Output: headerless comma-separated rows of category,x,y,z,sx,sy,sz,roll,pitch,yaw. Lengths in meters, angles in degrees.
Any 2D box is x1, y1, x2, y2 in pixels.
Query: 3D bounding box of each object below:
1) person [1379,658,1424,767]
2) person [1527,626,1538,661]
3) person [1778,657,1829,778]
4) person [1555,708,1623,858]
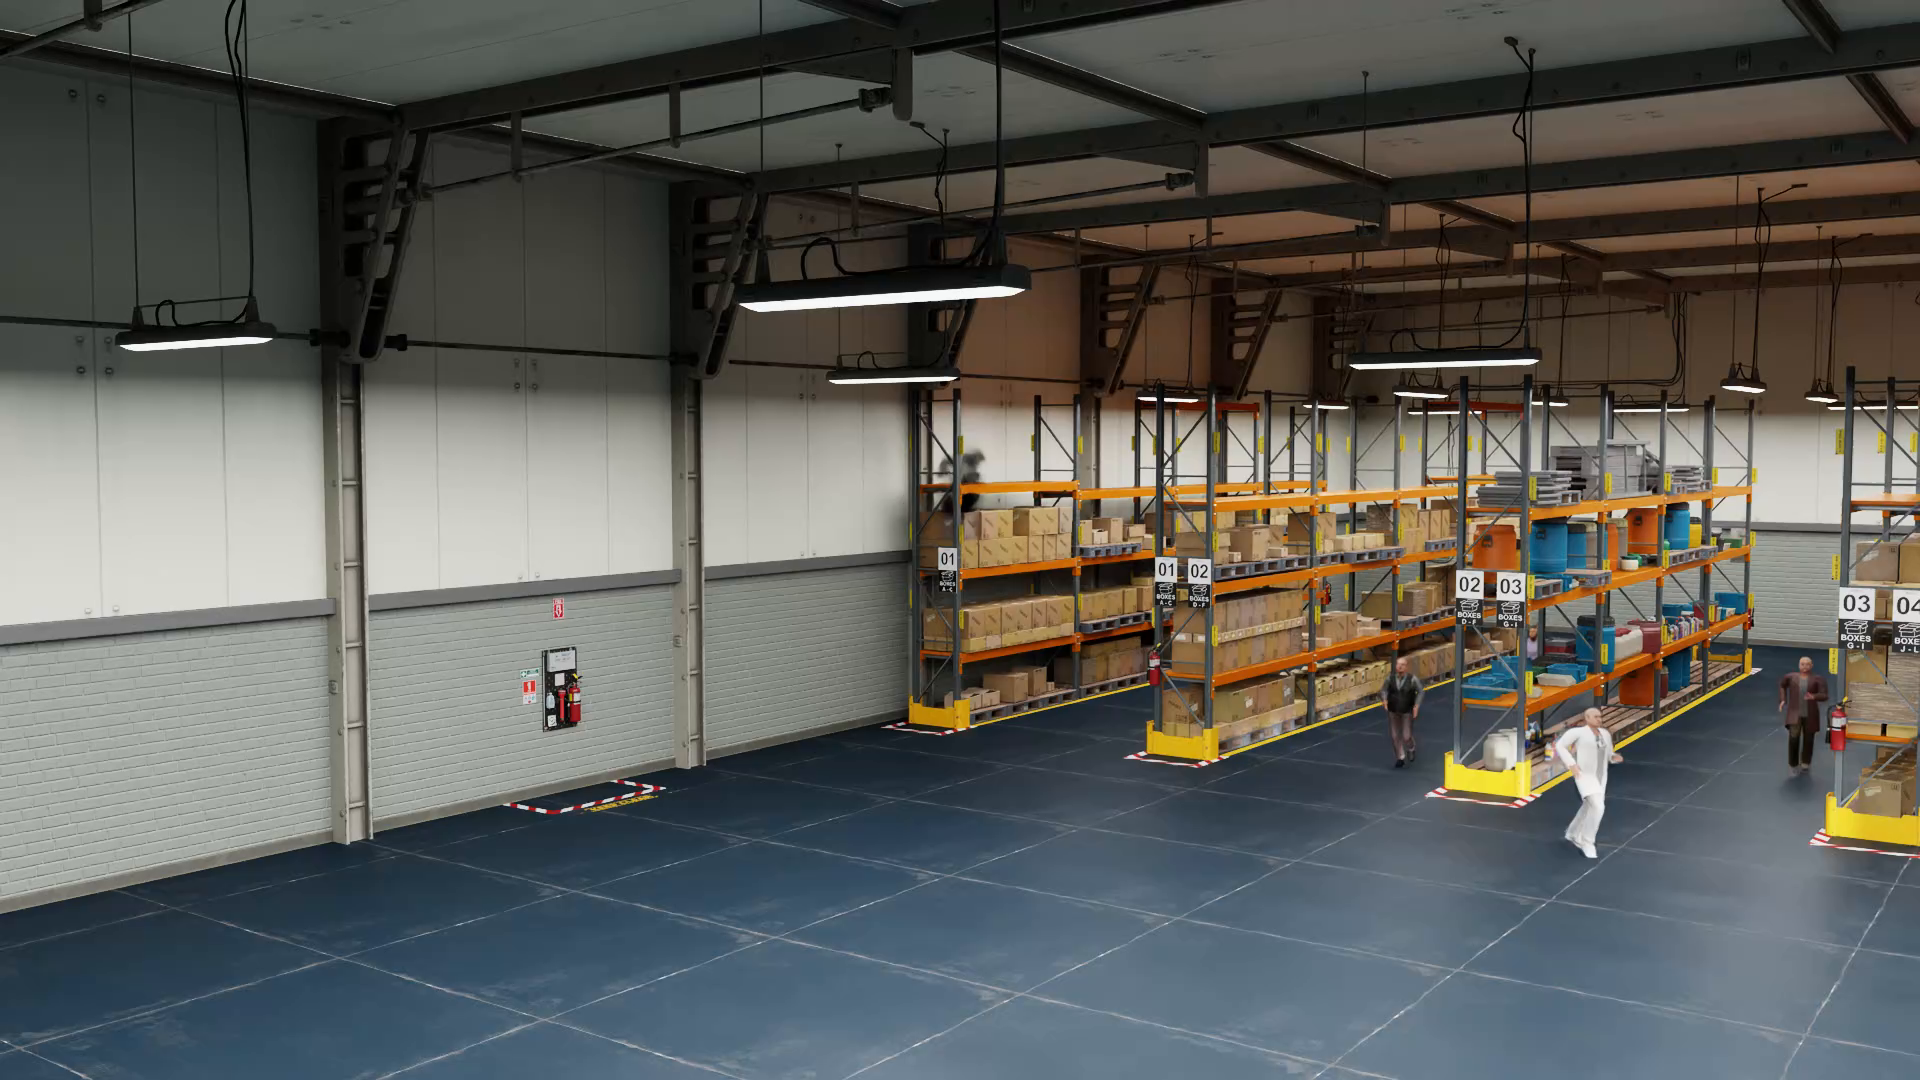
person,6.858,2.681,25.886,0.678,1.684,0.581,2,4,28
person,10.804,2.426,31.245,0.626,1.625,0.553,2,4,36
person,12.745,2.687,25.147,0.675,1.845,0.803,2,4,25
person,7.727,2.972,20.366,0.680,1.819,0.824,-2,4,-25
